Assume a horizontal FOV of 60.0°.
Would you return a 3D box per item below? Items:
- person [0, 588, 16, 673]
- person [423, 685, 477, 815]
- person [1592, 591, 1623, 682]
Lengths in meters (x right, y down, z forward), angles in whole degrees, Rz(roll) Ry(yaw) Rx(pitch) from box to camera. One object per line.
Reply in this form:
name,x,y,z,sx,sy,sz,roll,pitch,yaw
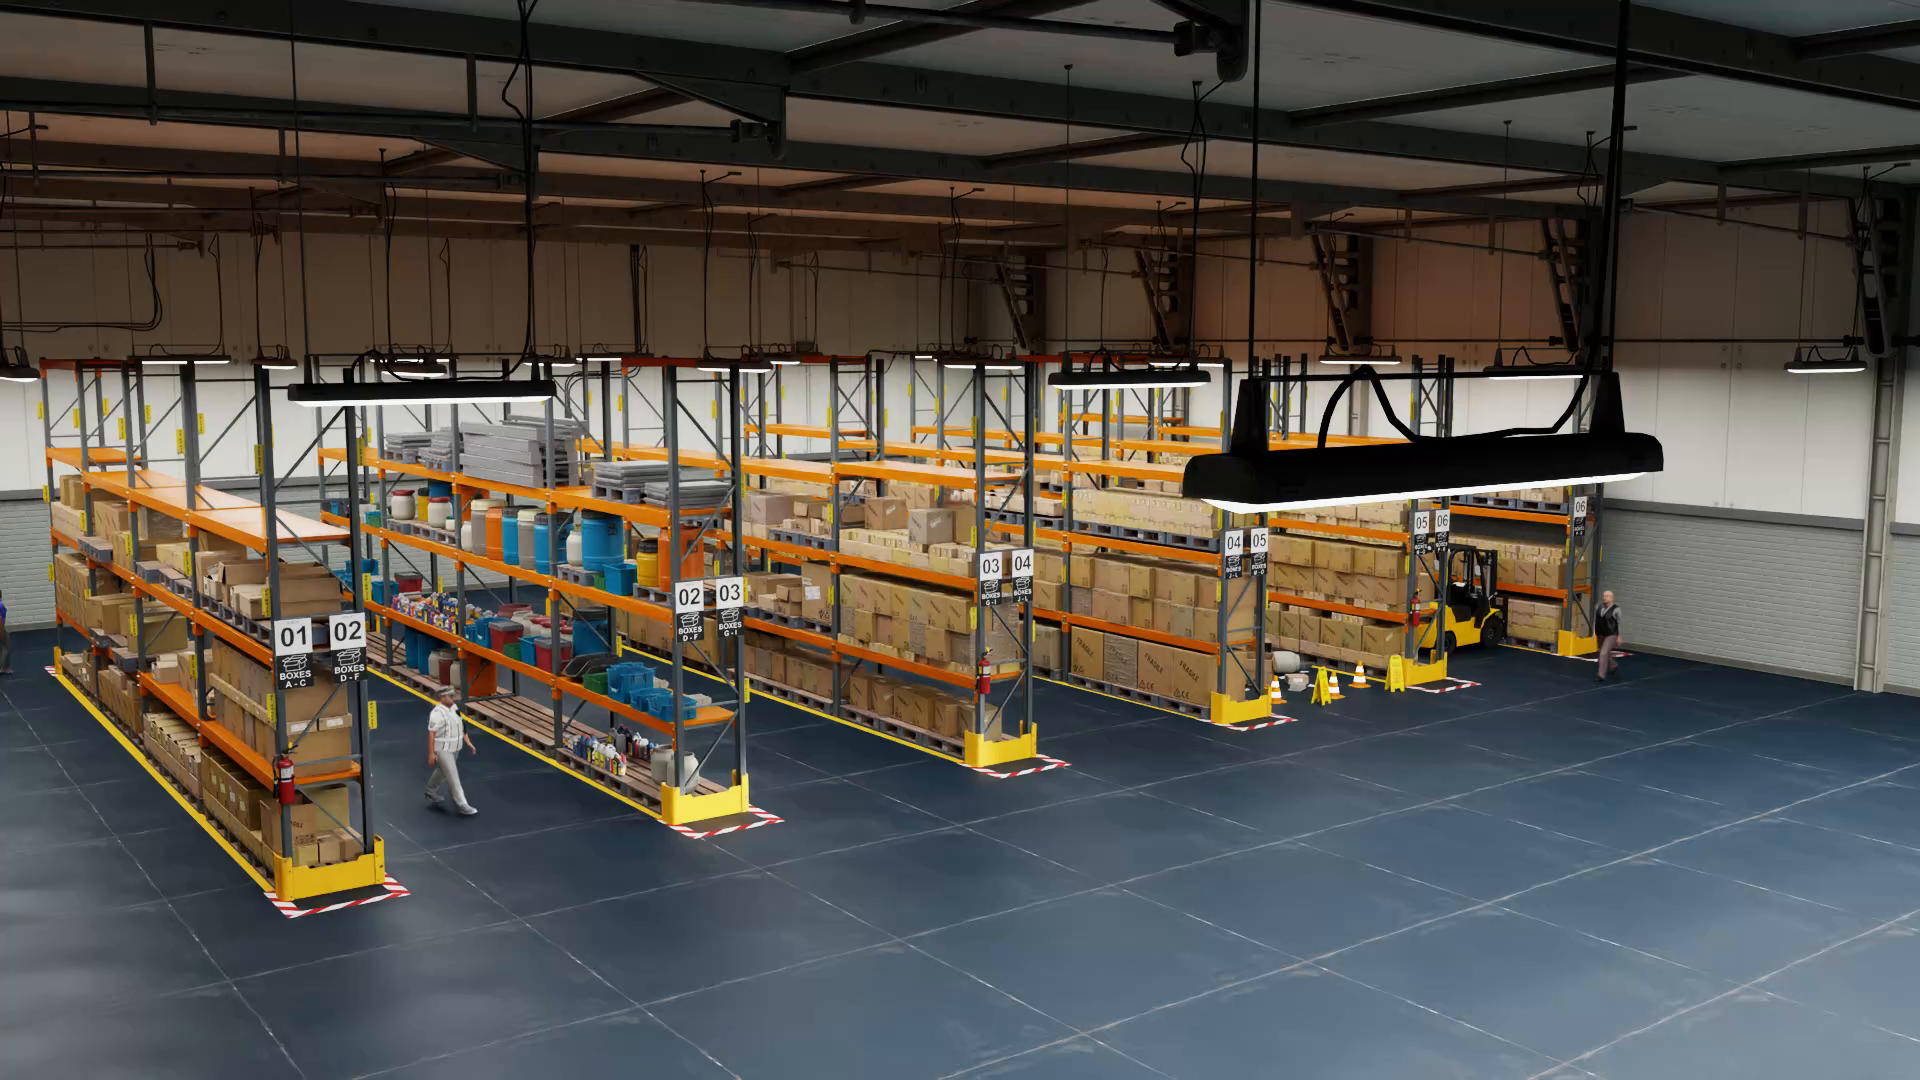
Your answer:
person,-18.300,1.737,31.621,0.510,1.715,0.459,4,8,28
person,-6.880,2.780,22.372,1.125,1.694,0.605,3,8,26
person,12.060,1.780,30.956,0.999,1.686,0.540,-5,8,-36
